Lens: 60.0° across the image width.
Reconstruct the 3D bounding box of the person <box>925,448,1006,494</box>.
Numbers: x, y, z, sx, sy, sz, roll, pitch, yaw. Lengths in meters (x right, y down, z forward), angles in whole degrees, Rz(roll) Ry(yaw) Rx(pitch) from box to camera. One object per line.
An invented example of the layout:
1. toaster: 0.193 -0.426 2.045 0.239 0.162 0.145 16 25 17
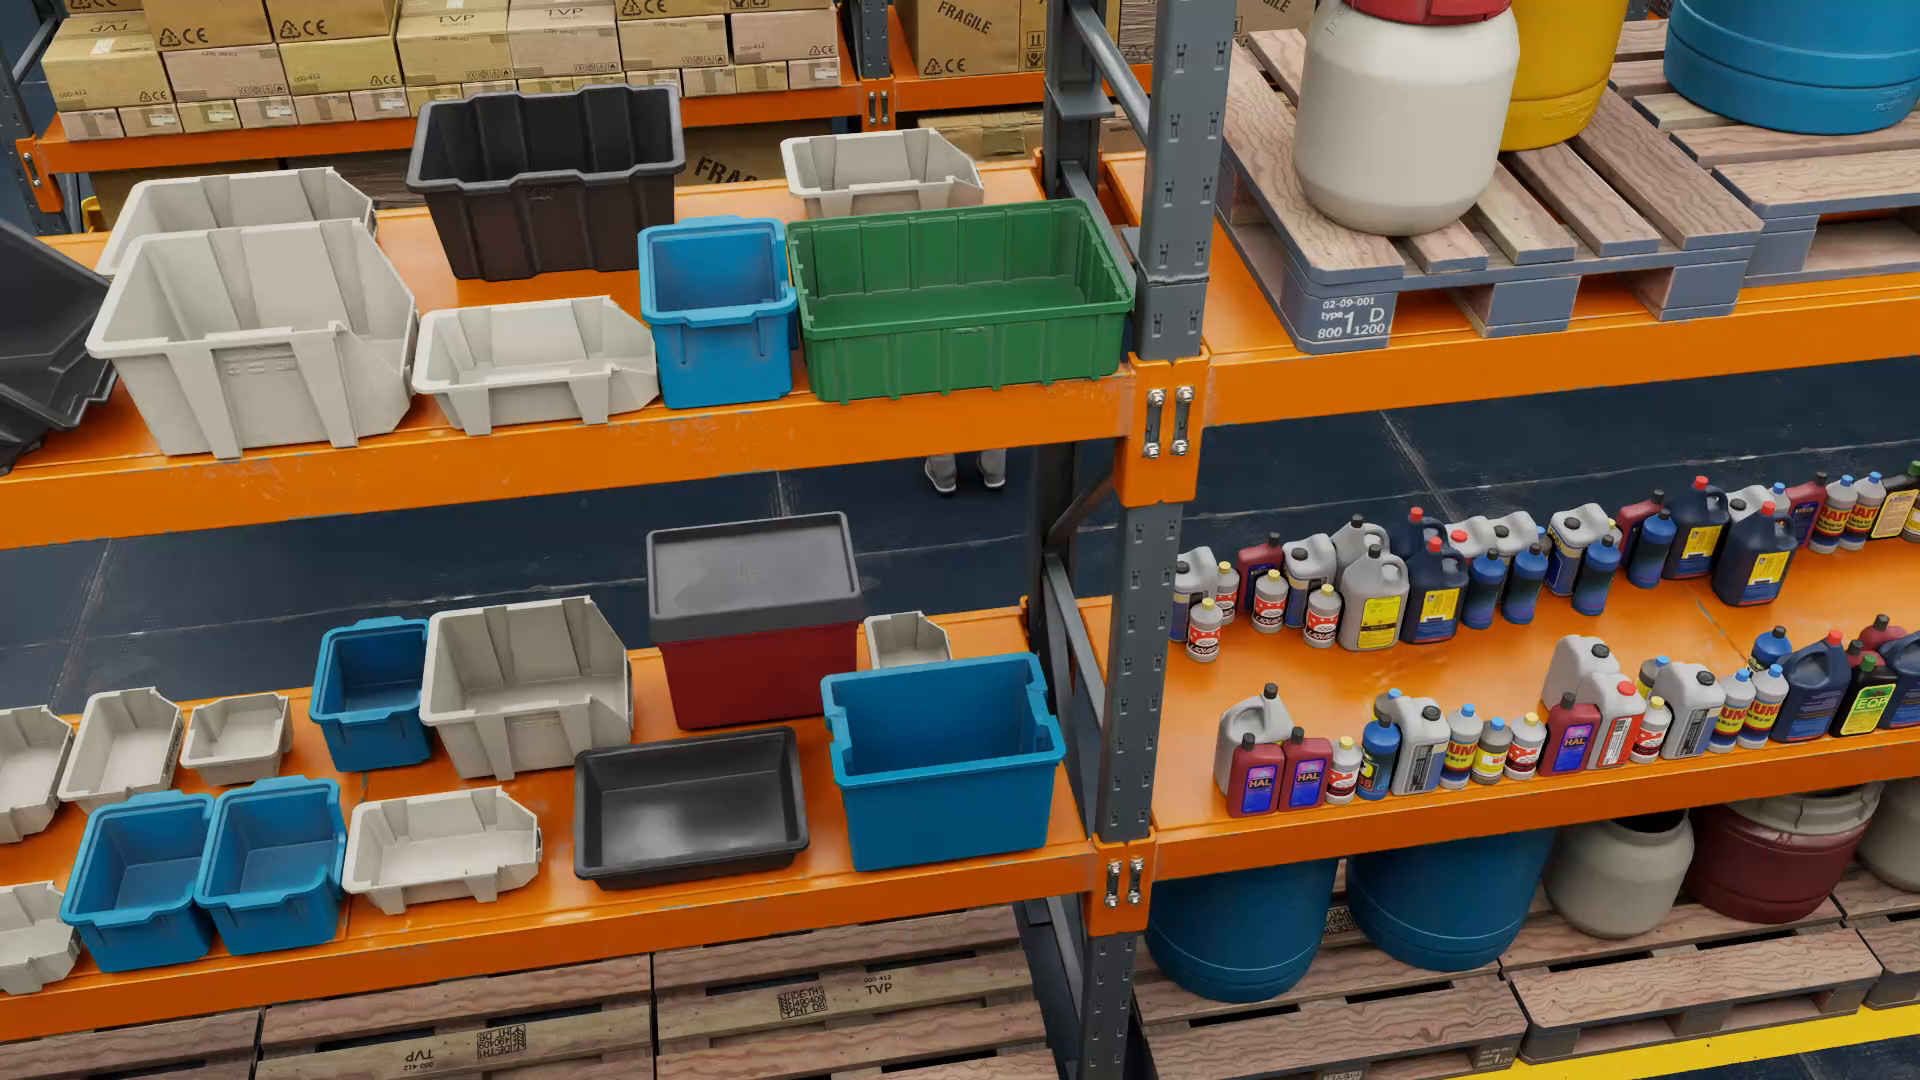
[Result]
1. person: -0.013 -0.854 7.440 0.496 1.388 0.707 -6 39 -8
